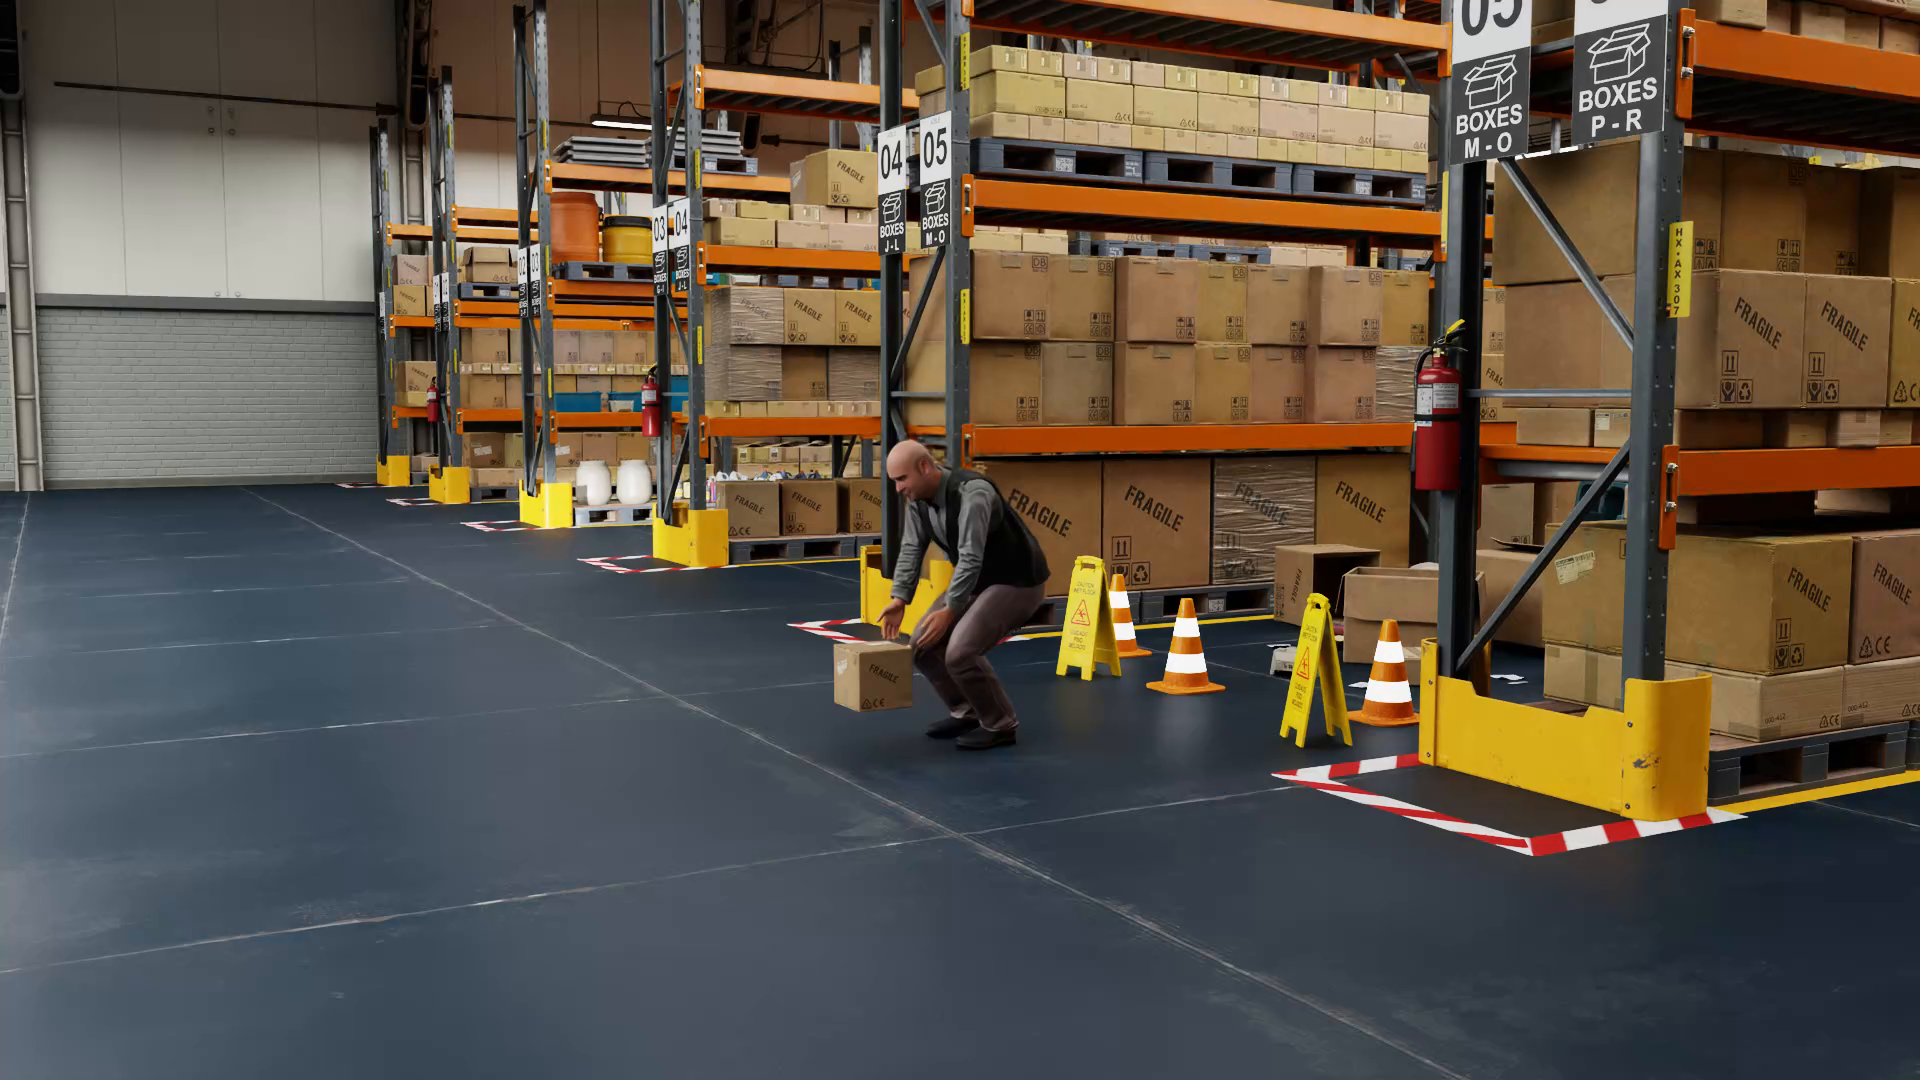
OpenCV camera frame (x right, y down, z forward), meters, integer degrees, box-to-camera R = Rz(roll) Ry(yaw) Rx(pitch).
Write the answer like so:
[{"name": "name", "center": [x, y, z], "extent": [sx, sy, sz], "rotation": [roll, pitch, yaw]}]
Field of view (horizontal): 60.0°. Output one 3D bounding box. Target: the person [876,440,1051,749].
[{"name": "person", "center": [0.026, 0.226, 7.143], "extent": [0.754, 1.318, 0.590], "rotation": [-3, 6, -29]}]
